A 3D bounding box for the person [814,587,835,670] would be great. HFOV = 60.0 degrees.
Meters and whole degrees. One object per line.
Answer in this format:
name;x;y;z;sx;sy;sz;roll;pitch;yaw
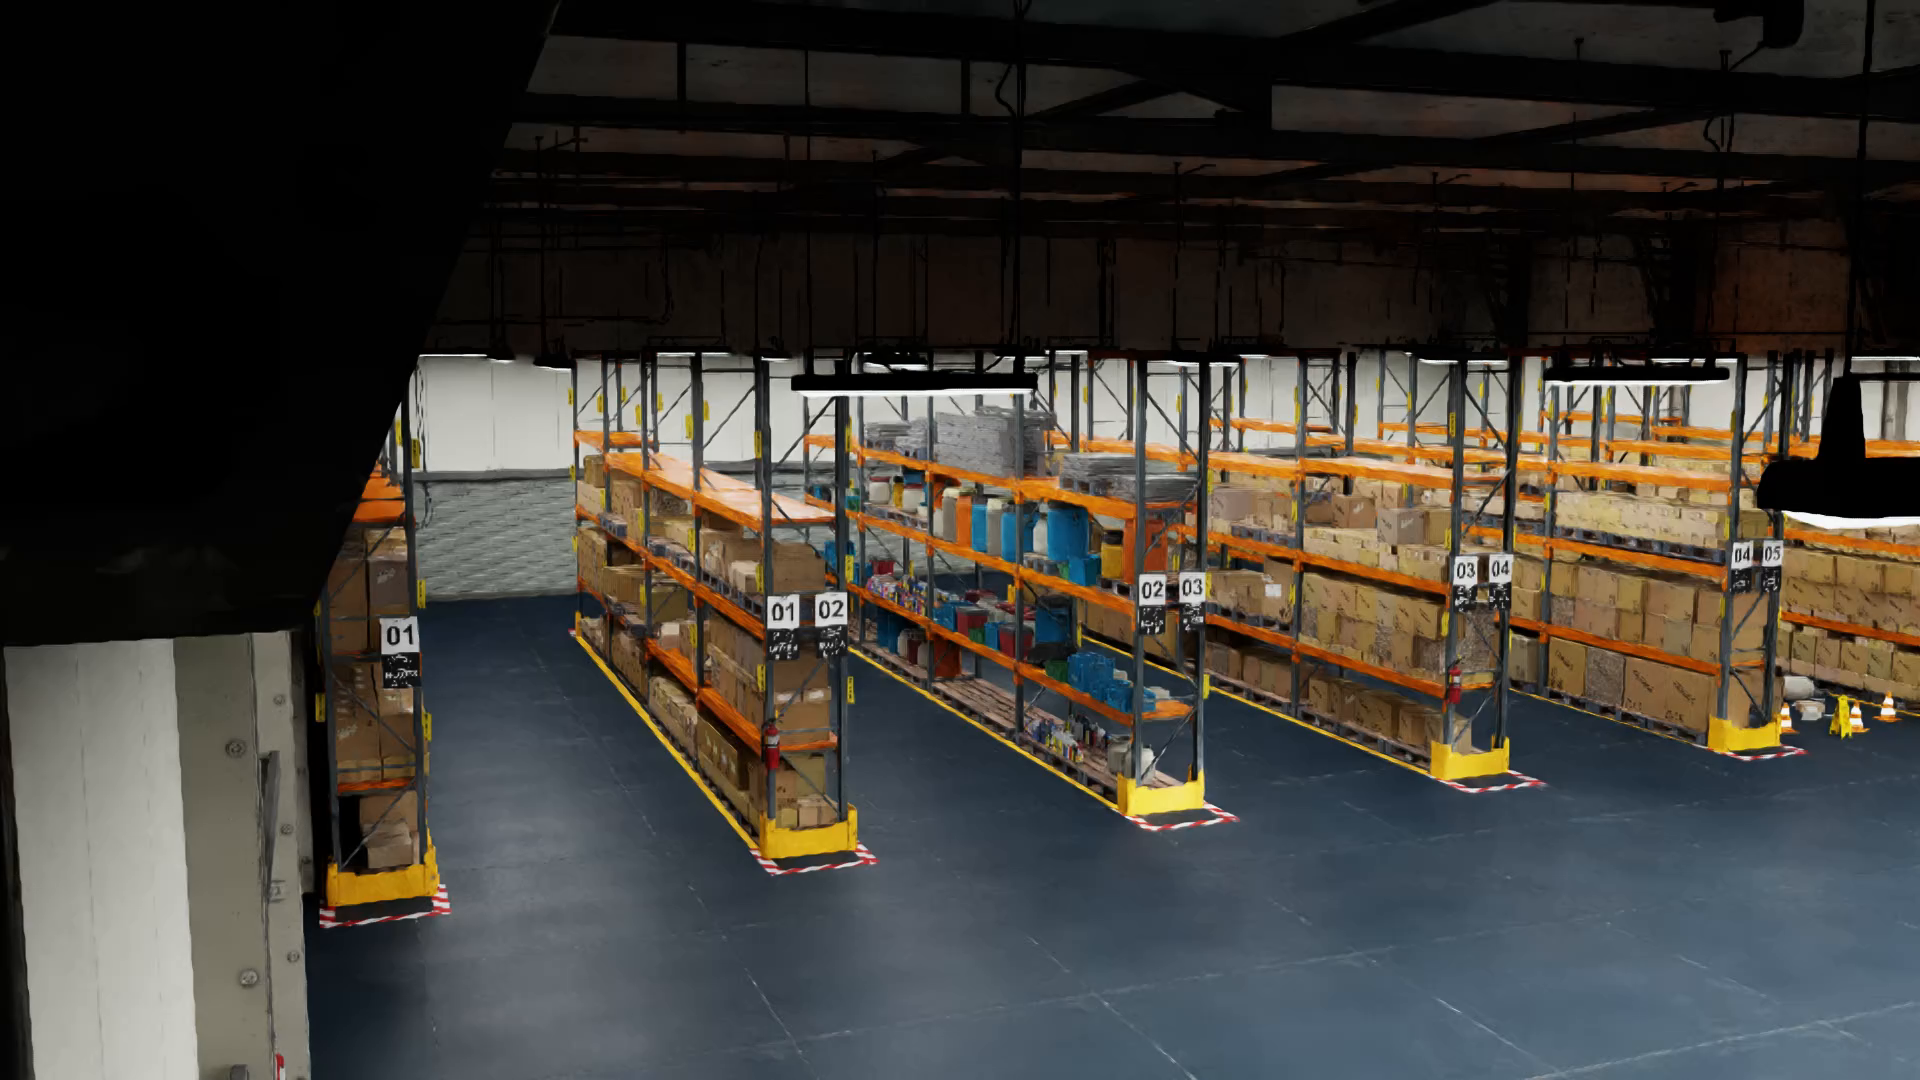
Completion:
person;-2.520;1.651;31.255;0.592;1.629;0.526;-3;8;-22
